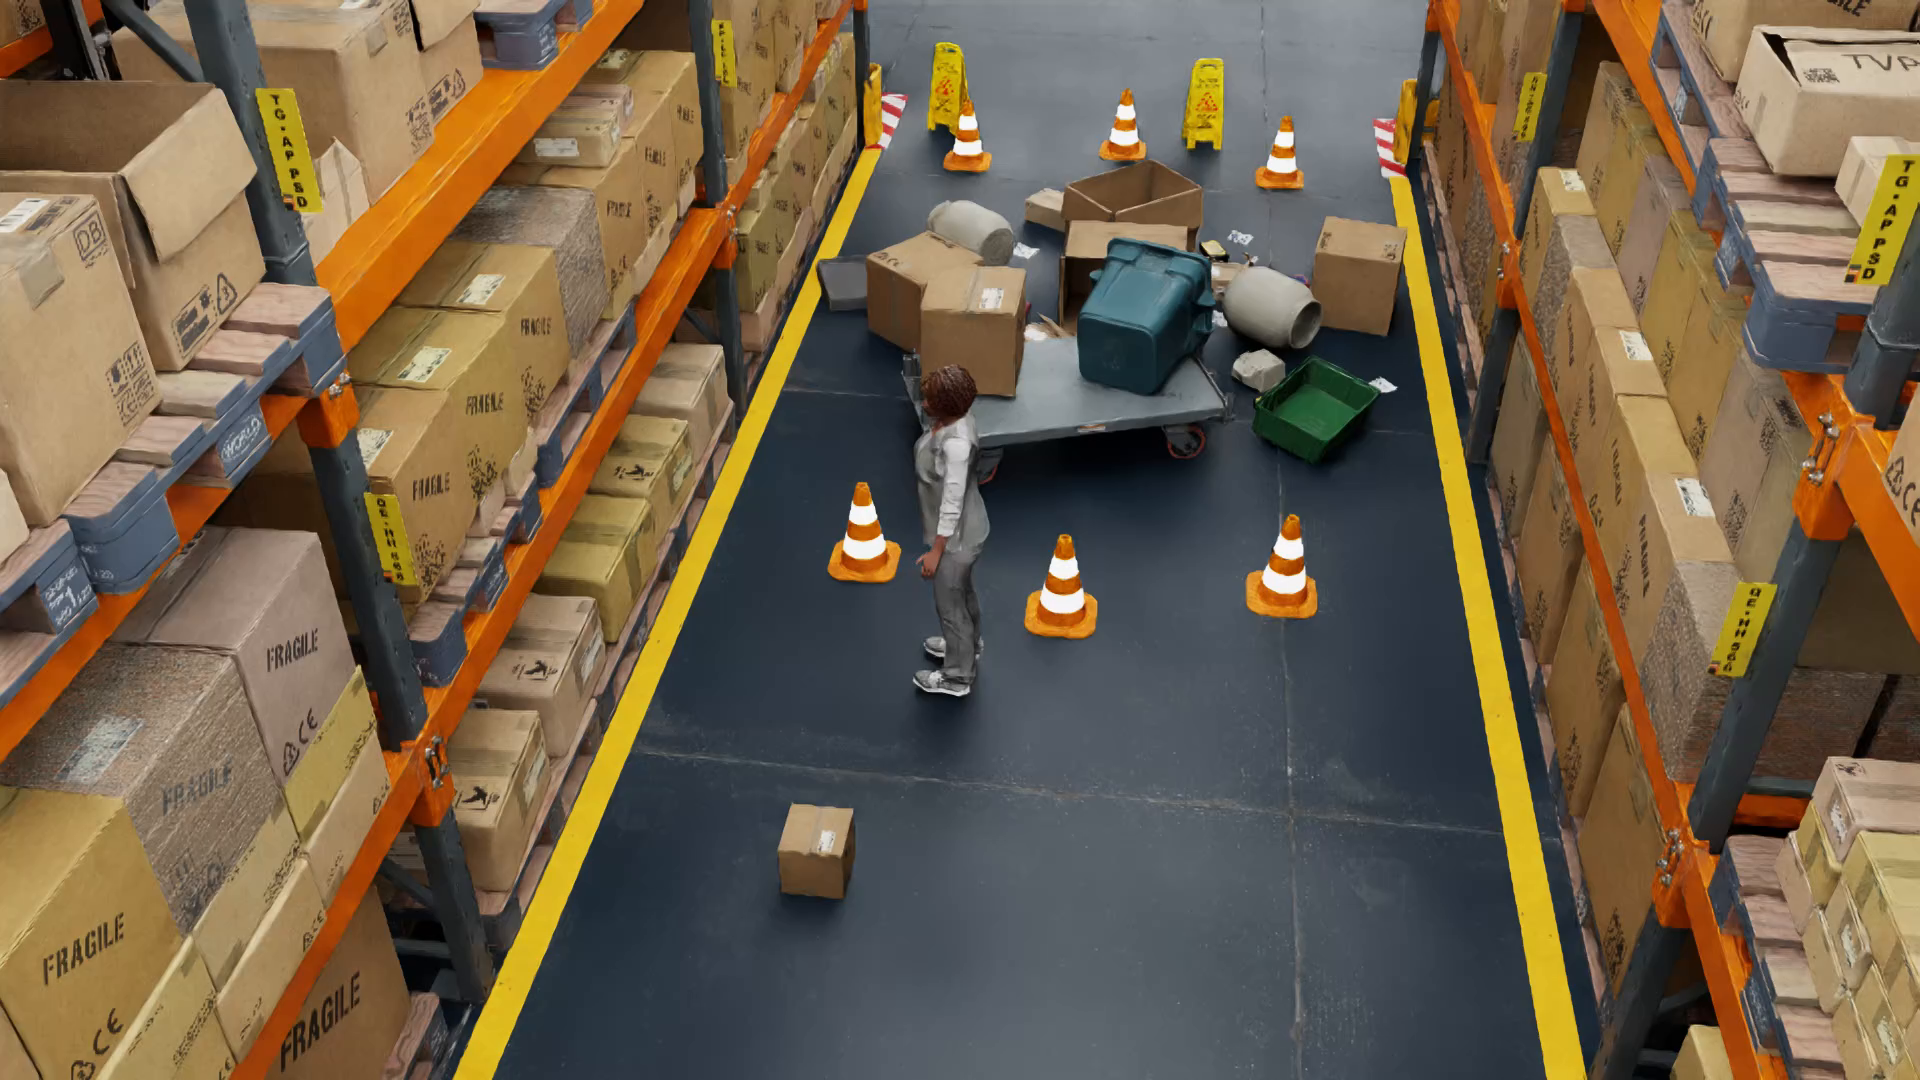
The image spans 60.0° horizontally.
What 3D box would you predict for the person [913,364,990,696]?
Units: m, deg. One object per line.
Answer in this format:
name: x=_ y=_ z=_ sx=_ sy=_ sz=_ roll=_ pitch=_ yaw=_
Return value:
person: x=-0.042 y=-0.033 z=7.048 sx=0.337 sy=1.605 sz=0.467 roll=0 pitch=37 yaw=0
